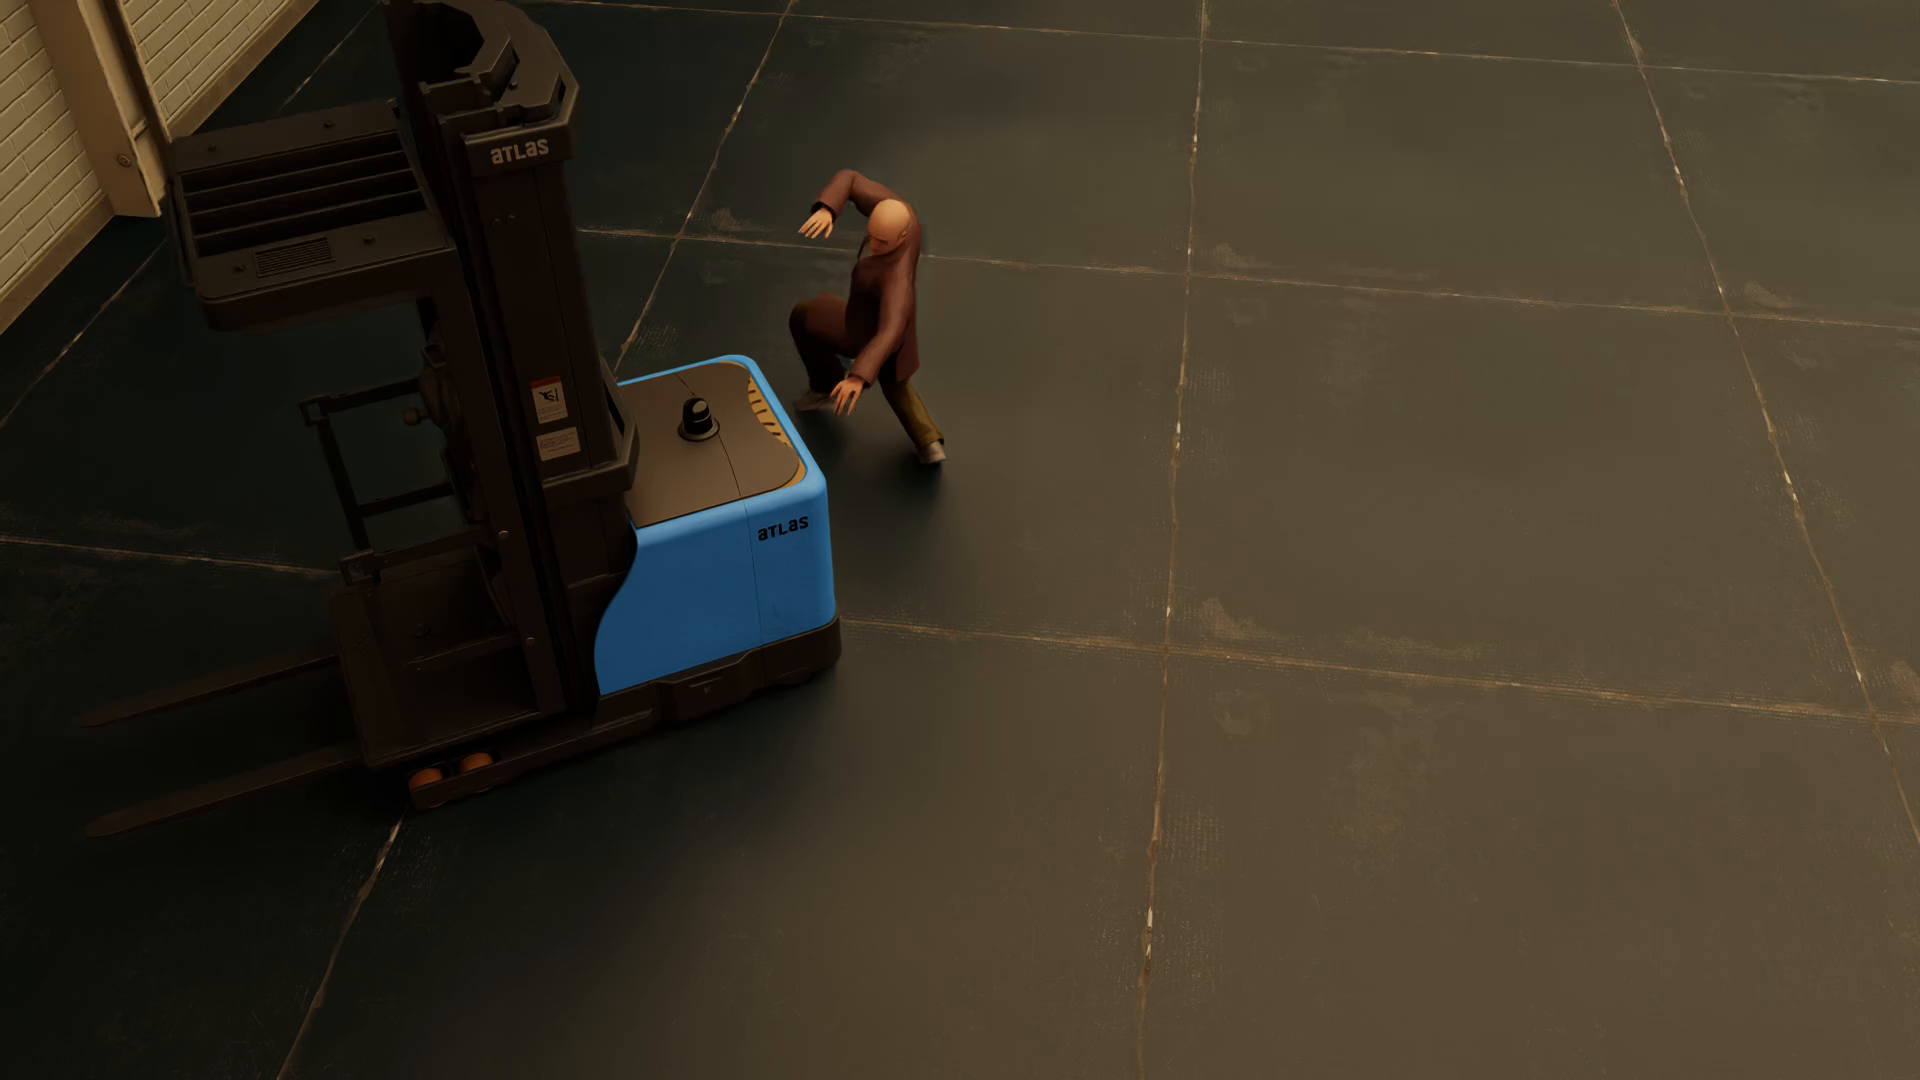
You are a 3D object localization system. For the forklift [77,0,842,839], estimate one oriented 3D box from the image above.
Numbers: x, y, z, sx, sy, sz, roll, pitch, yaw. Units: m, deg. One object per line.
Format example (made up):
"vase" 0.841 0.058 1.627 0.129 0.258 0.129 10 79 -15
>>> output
"forklift" -2.079 -0.407 6.168 3.031 2.935 1.130 -17 45 -18

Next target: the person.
"person" -0.560 -0.920 7.841 1.030 1.441 1.044 25 48 24
